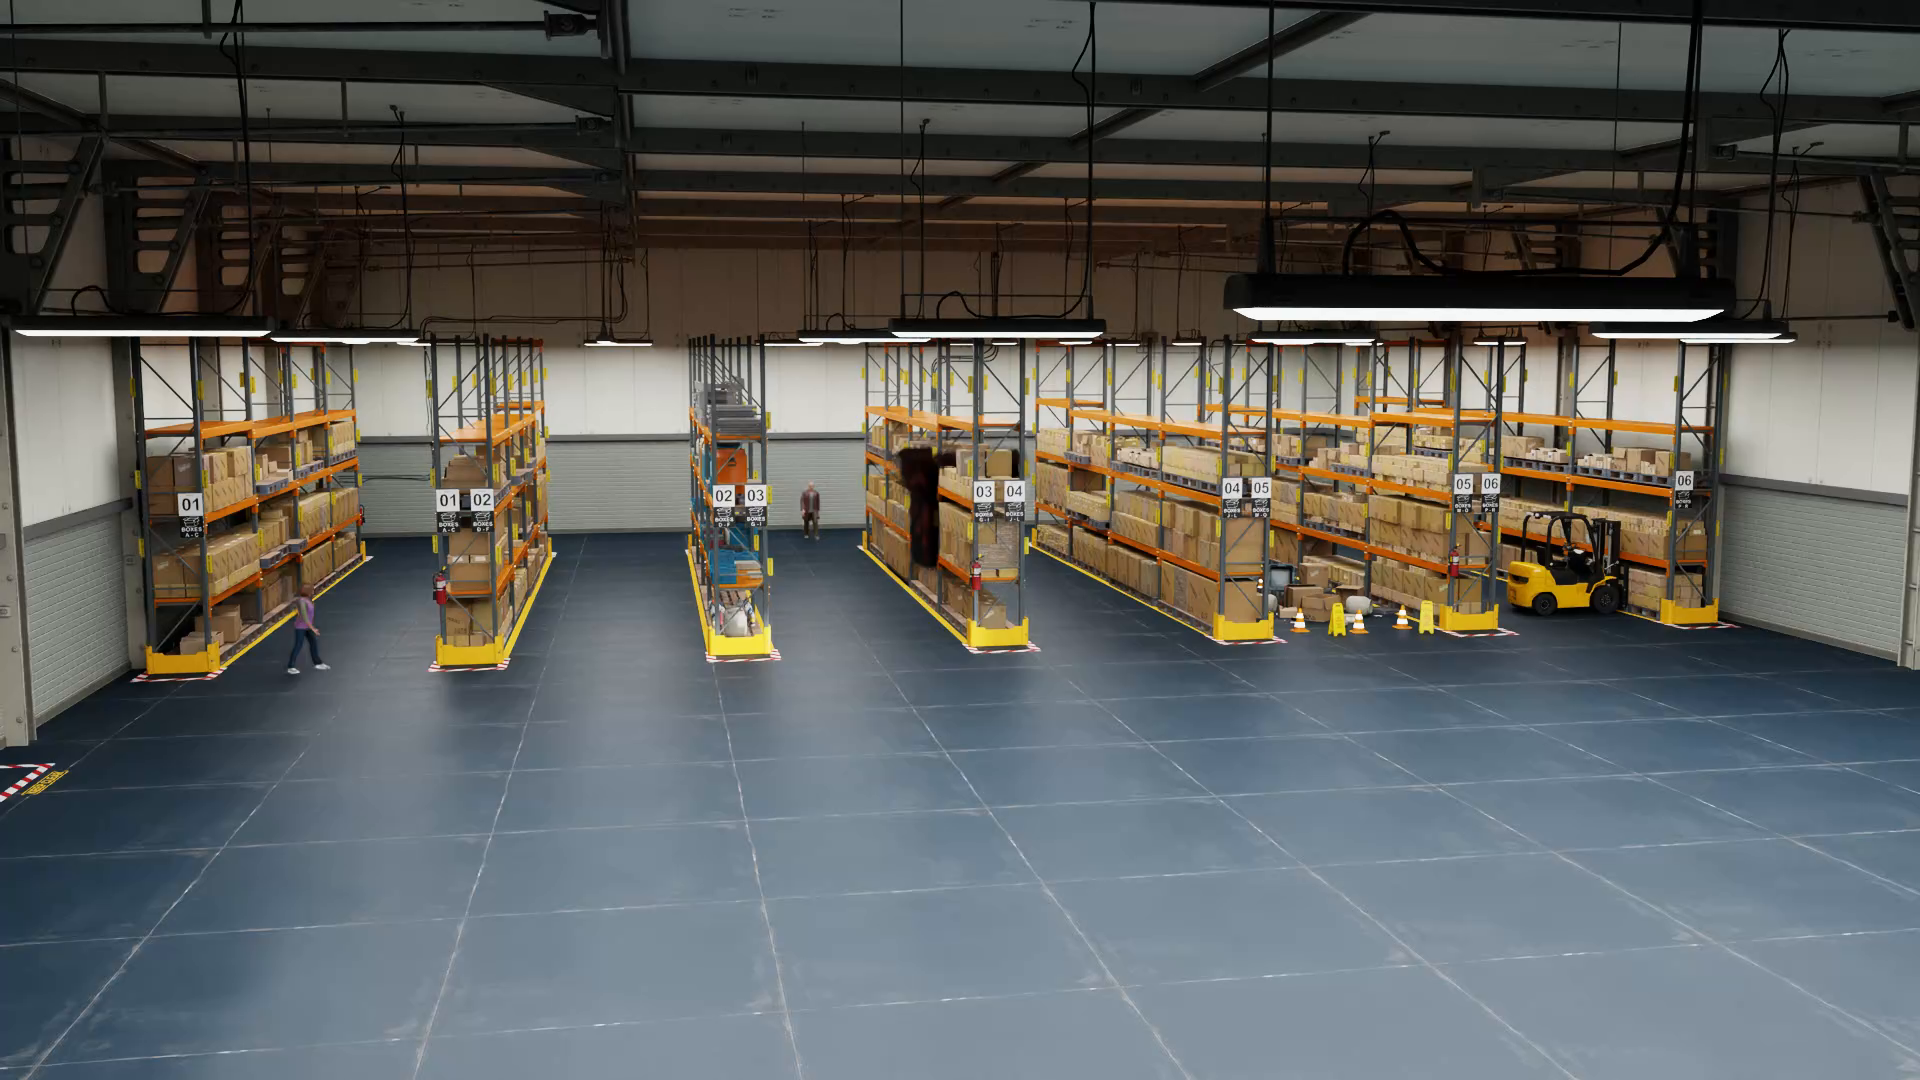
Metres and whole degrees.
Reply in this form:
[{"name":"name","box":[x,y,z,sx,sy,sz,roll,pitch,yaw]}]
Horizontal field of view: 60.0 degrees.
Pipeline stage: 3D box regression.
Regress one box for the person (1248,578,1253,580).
[{"name":"person","box":[7.029,0.198,41.033,0.432,1.684,0.502,1,7,7]}]

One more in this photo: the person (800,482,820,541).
[{"name":"person","box":[-4.468,-0.865,49.761,0.605,1.728,1.076,-2,7,-14]}]

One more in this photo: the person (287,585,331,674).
[{"name":"person","box":[-11.617,1.568,29.538,0.650,1.582,0.556,-1,7,-5]}]
